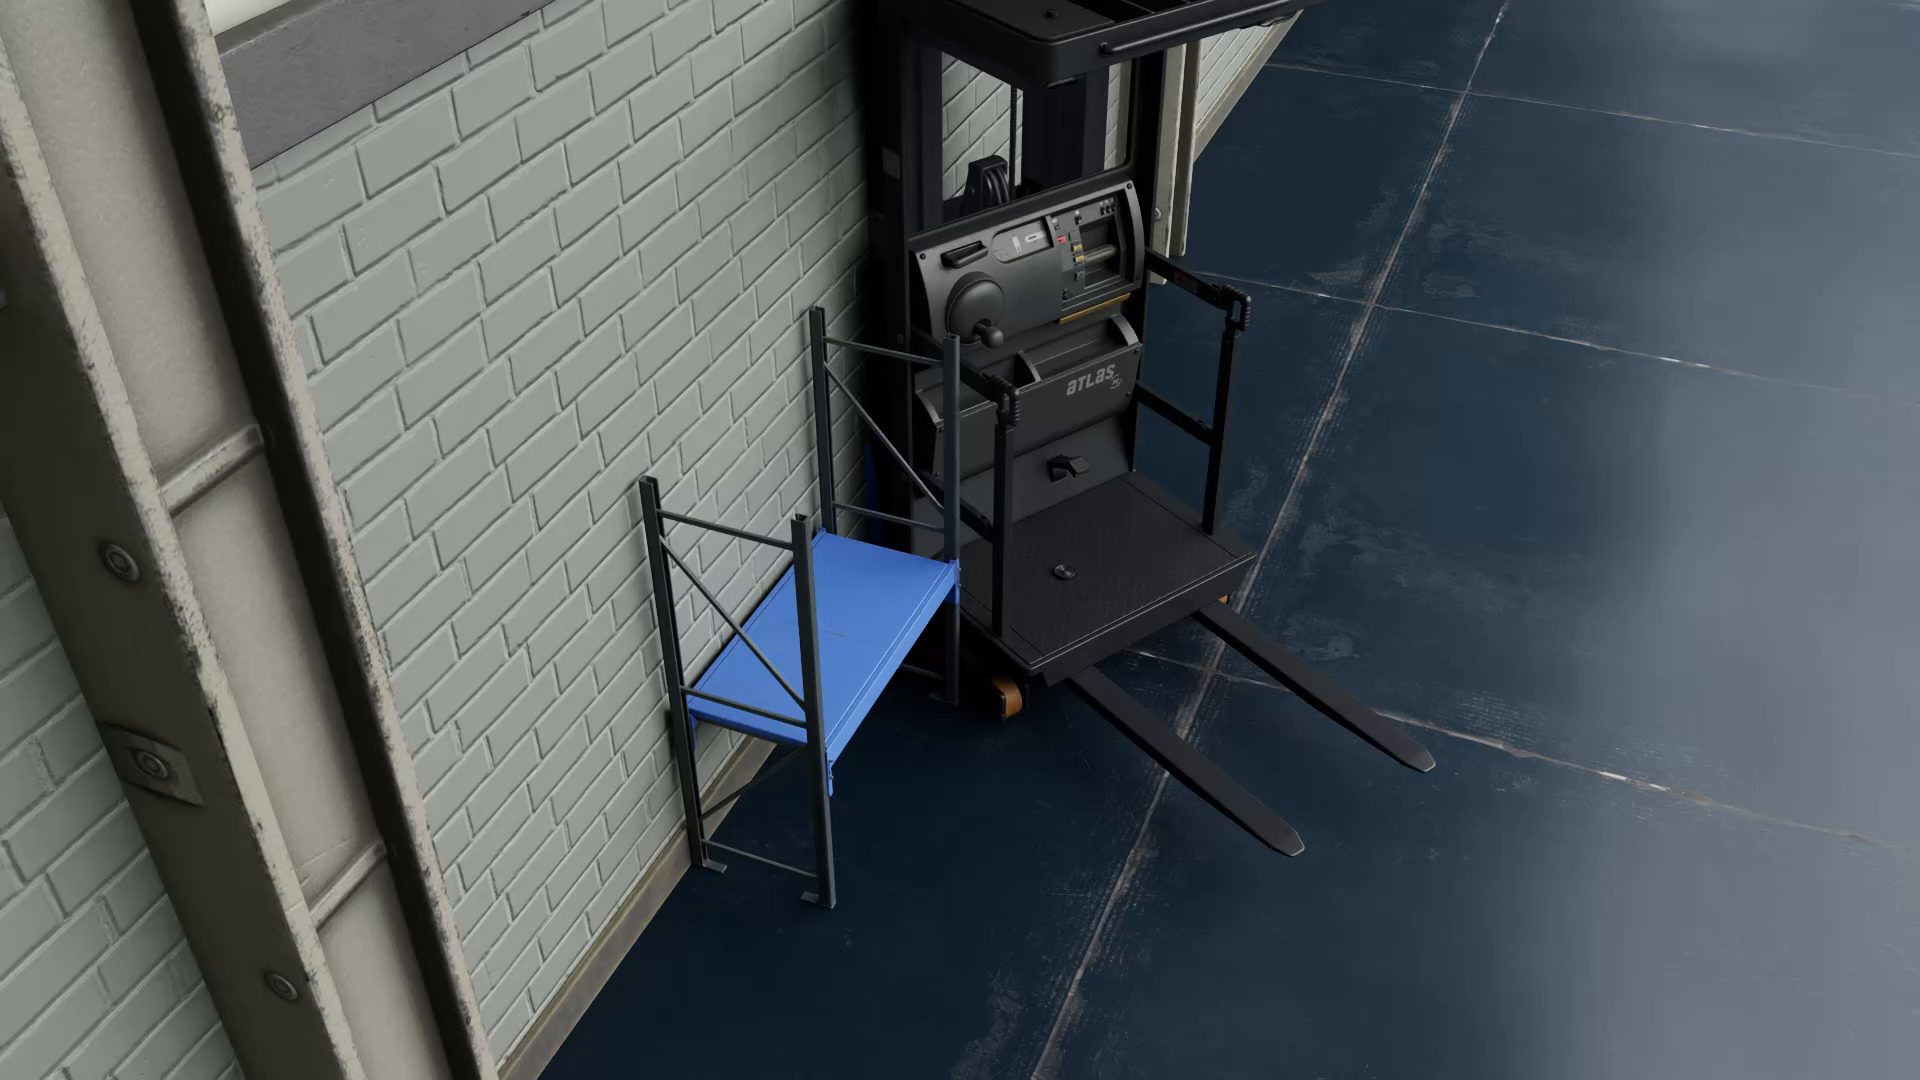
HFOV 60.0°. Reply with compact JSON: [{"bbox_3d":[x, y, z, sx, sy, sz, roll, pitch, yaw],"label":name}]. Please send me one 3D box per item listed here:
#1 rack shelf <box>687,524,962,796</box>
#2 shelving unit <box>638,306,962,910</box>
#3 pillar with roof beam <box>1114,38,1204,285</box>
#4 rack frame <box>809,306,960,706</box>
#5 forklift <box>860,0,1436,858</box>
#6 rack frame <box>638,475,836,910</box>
[{"bbox_3d":[-0.432,0.354,5.325,0.538,0.185,1.000,14,39,18],"label":"rack shelf"},{"bbox_3d":[-0.432,0.210,5.217,0.538,1.500,1.048,14,39,18],"label":"shelving unit"},{"bbox_3d":[4.954,-4.072,4.682,9.100,9.000,0.400,14,39,18],"label":"pillar with roof beam"},{"bbox_3d":[-0.238,-0.072,5.593,0.500,1.500,0.032,14,39,18],"label":"rack frame"},{"bbox_3d":[0.376,-0.872,5.468,1.130,2.935,3.031,-24,43,-29],"label":"forklift"},{"bbox_3d":[-0.626,0.491,4.841,0.500,1.500,0.032,14,39,18],"label":"rack frame"}]
